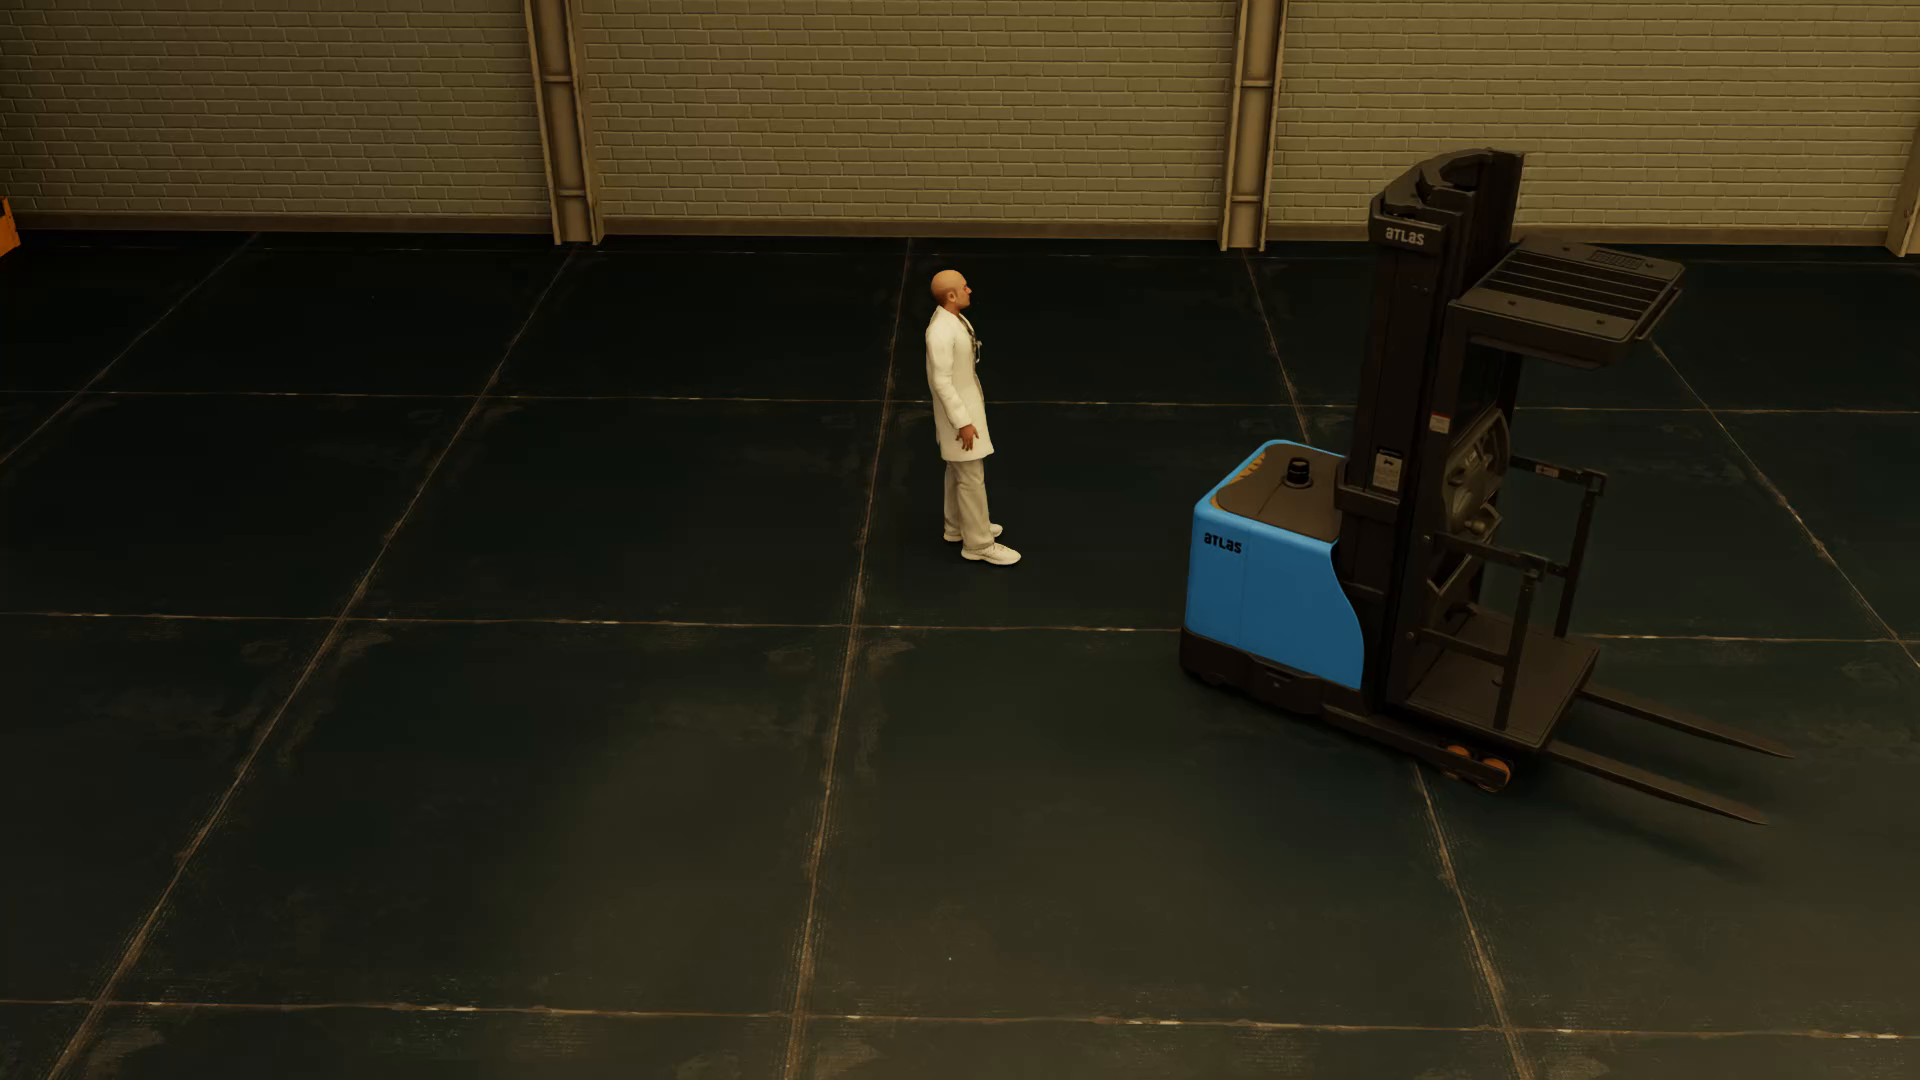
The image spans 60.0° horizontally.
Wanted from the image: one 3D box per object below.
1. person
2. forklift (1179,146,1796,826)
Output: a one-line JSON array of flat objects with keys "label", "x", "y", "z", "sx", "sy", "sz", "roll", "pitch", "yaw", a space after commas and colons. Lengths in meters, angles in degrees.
[{"label": "person", "x": 0.091, "y": -0.769, "z": 10.039, "sx": 0.578, "sy": 1.777, "sz": 0.698, "roll": 1, "pitch": 31, "yaw": 1}, {"label": "forklift", "x": 2.720, "y": -0.305, "z": 8.132, "sx": 3.031, "sy": 2.935, "sz": 1.130, "roll": 19, "pitch": 35, "yaw": 29}]
